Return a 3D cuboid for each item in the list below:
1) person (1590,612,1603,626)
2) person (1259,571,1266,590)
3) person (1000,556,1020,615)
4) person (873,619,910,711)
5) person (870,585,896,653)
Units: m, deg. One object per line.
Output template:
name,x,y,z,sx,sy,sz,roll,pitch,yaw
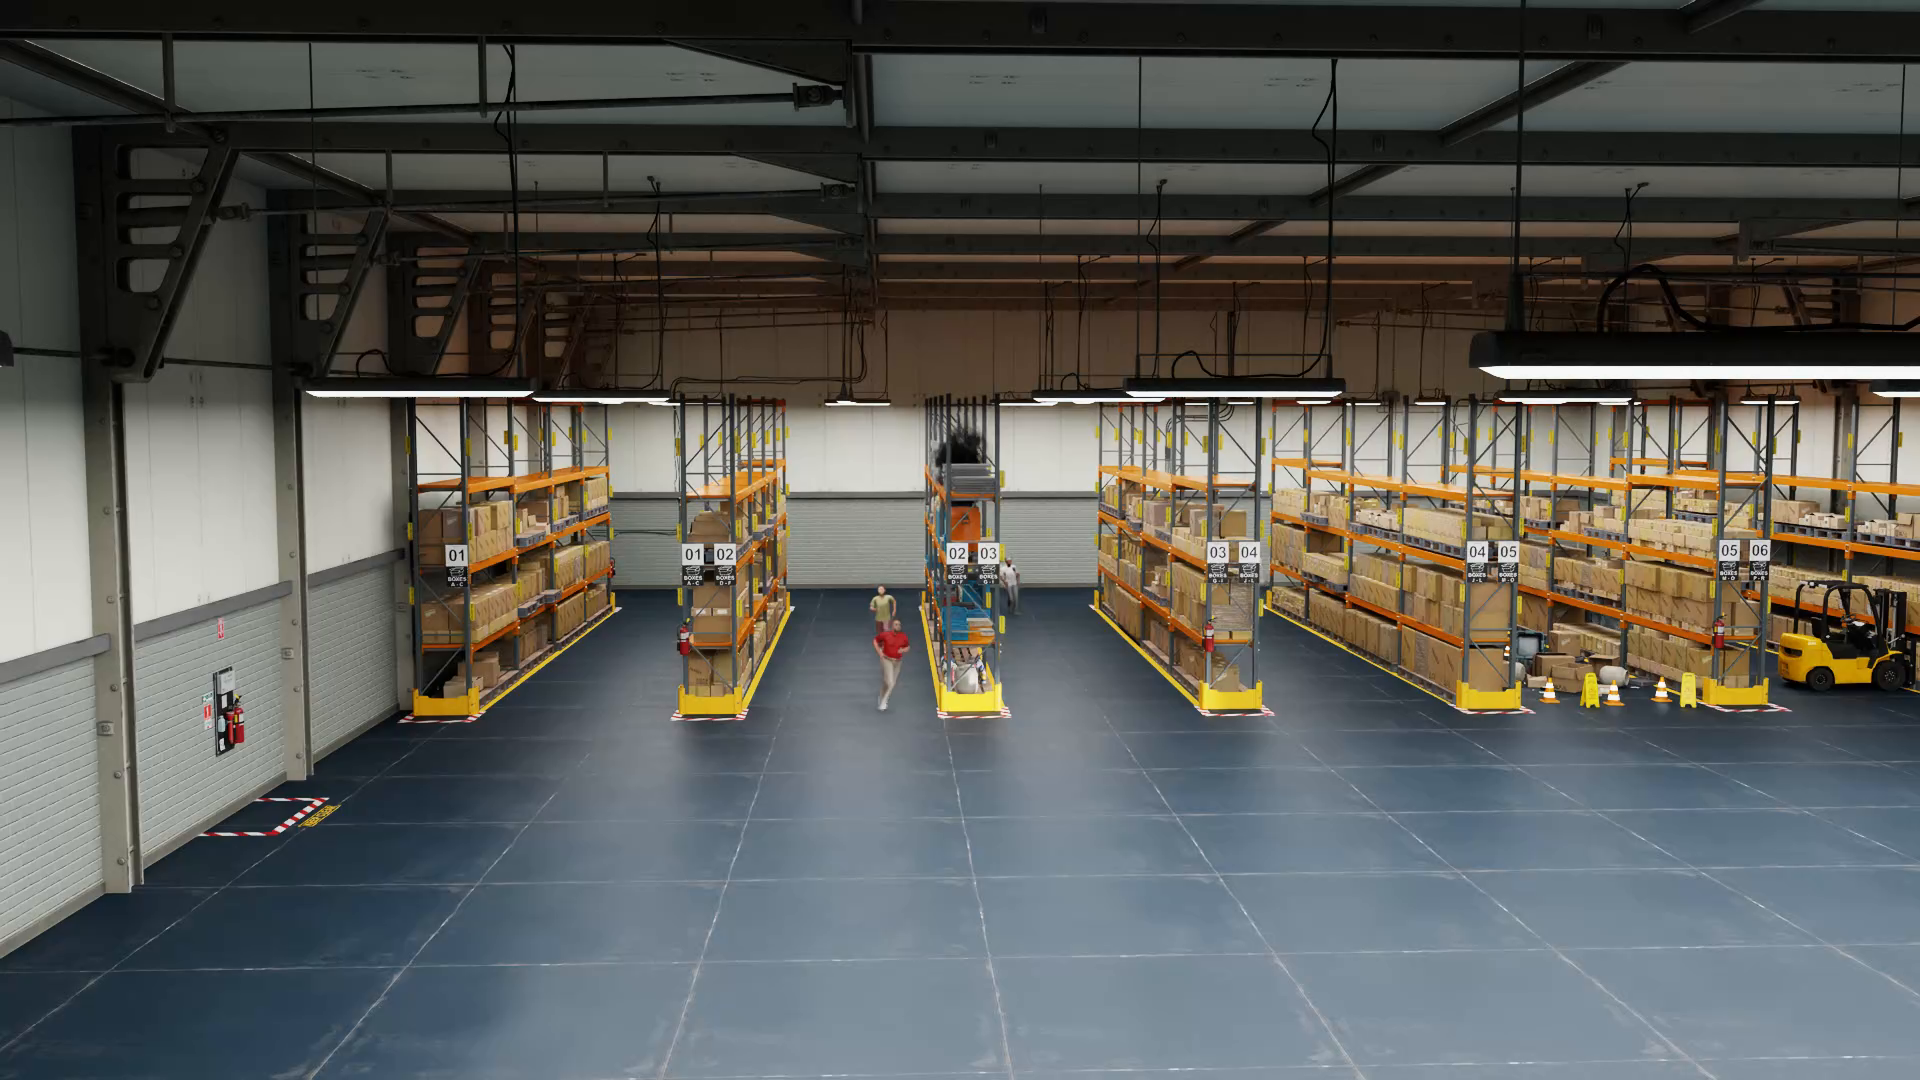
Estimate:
person,16.302,1.584,42.580,0.512,1.624,0.807,0,5,1
person,7.819,1.393,44.457,0.607,1.684,0.883,-1,5,-8
person,1.380,1.255,46.319,0.570,1.650,0.602,-2,5,-19
person,-1.285,2.392,31.733,0.651,1.771,0.662,-3,5,-30
person,-1.771,1.868,38.264,0.583,1.708,0.901,0,5,3
